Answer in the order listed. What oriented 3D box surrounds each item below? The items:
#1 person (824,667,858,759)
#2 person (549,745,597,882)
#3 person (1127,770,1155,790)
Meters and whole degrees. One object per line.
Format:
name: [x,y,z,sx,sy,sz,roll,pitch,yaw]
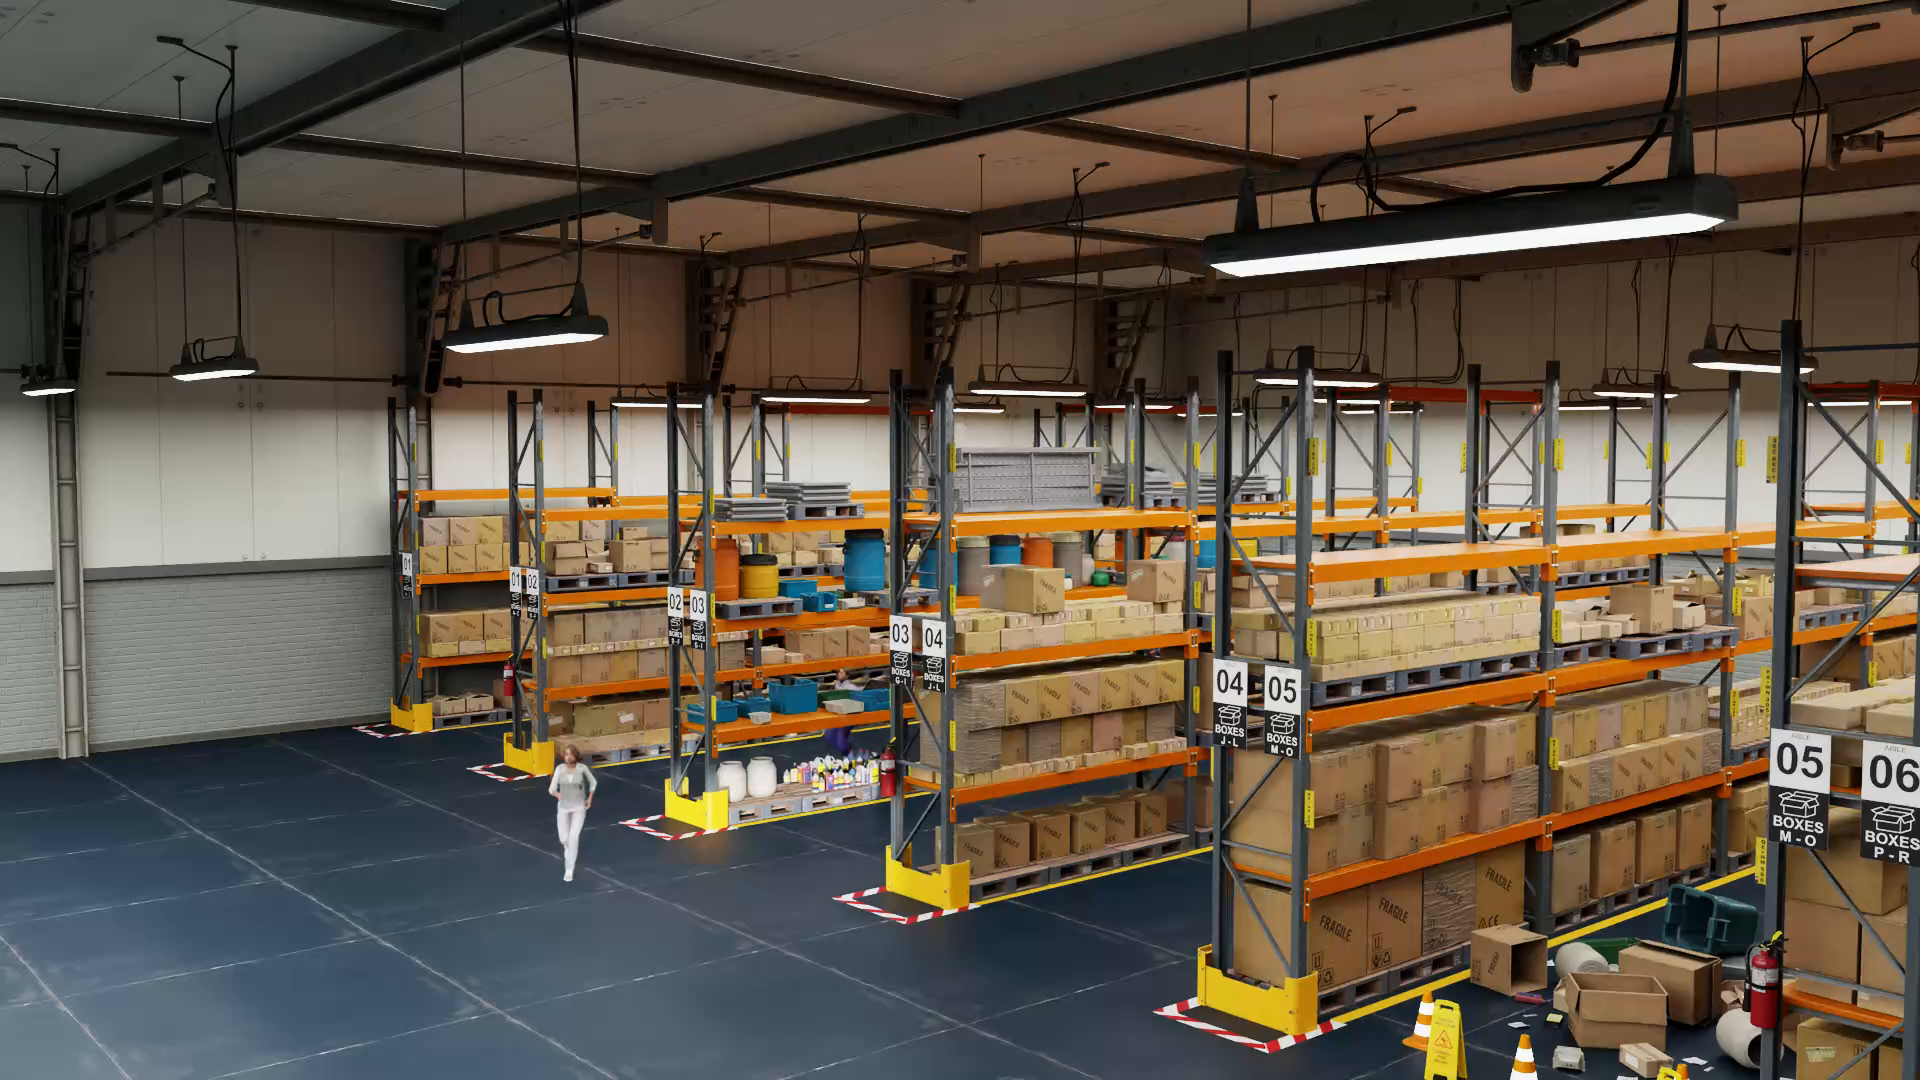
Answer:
person: [-1.881,2.818,26.478,0.601,1.599,0.563,3,5,44]
person: [-4.626,3.224,19.873,0.548,1.570,0.751,0,3,-4]
person: [2.583,2.880,23.994,0.621,1.670,0.927,3,4,42]
